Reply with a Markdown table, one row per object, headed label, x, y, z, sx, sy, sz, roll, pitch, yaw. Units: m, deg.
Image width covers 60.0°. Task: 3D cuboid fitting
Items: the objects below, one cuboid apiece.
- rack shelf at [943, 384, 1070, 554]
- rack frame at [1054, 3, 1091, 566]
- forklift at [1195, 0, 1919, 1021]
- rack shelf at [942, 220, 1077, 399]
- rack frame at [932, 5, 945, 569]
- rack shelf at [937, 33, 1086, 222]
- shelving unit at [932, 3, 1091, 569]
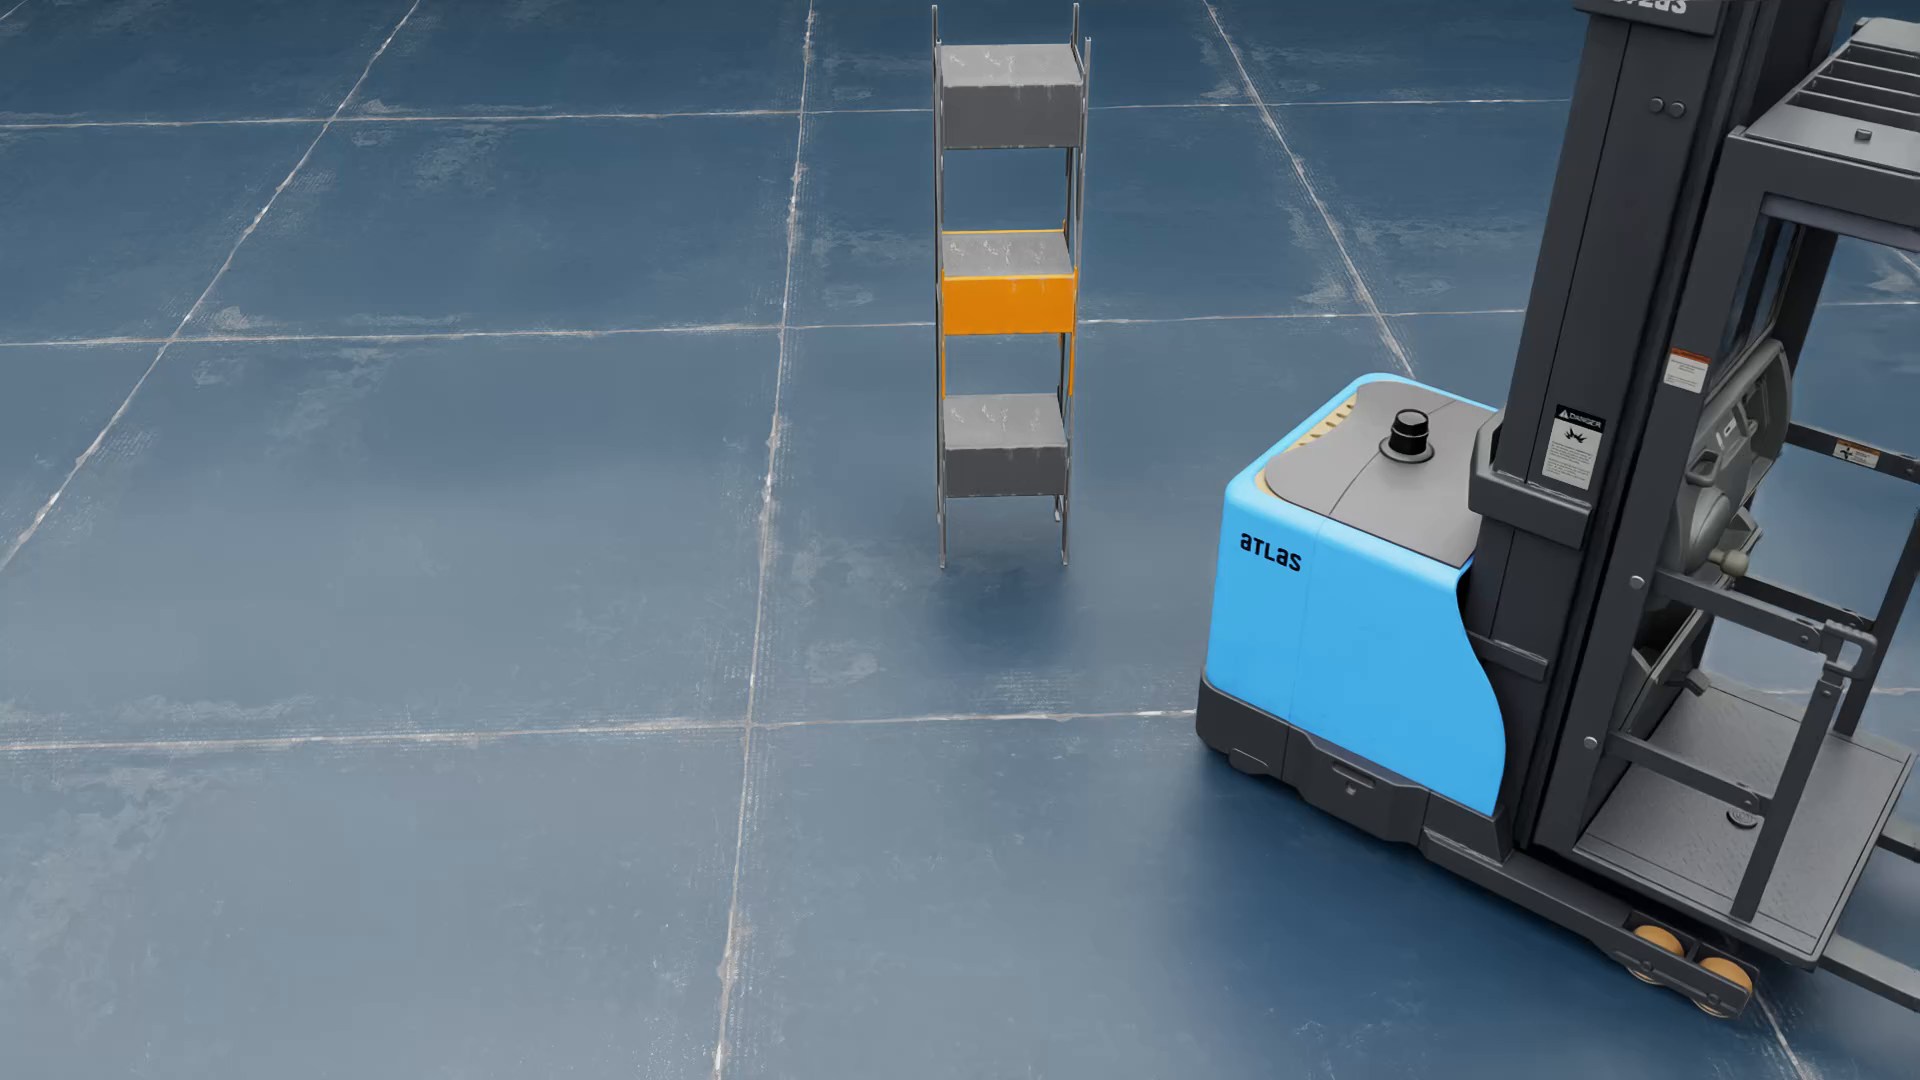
| label | x | y | z | sx | sy | sz | roll | pitch | yaw |
| --- | --- | --- | --- | --- | --- | --- | --- | --- | --- |
| rack shelf | 0.165 | -0.281 | 6.565 | 0.480 | 0.518 | 0.431 | -2 | 35 | -2 |
| rack frame | 0.409 | -0.874 | 6.168 | 0.015 | 2.100 | 0.400 | -2 | 35 | -2 |
| forklift | 2.271 | -0.181 | 4.436 | 3.031 | 2.935 | 1.130 | 25 | 42 | 31 |
| rack shelf | 0.165 | -0.857 | 6.167 | 0.480 | 0.518 | 0.431 | -2 | 35 | -2 |
| rack frame | -0.078 | -0.861 | 6.149 | 0.015 | 2.100 | 0.400 | -2 | 35 | -2 |
| rack shelf | 0.165 | -1.432 | 5.768 | 0.480 | 0.518 | 0.431 | -2 | 35 | -2 |
| shelving unit | 0.165 | -0.868 | 6.159 | 0.503 | 2.100 | 0.431 | -2 | 35 | -2 |
